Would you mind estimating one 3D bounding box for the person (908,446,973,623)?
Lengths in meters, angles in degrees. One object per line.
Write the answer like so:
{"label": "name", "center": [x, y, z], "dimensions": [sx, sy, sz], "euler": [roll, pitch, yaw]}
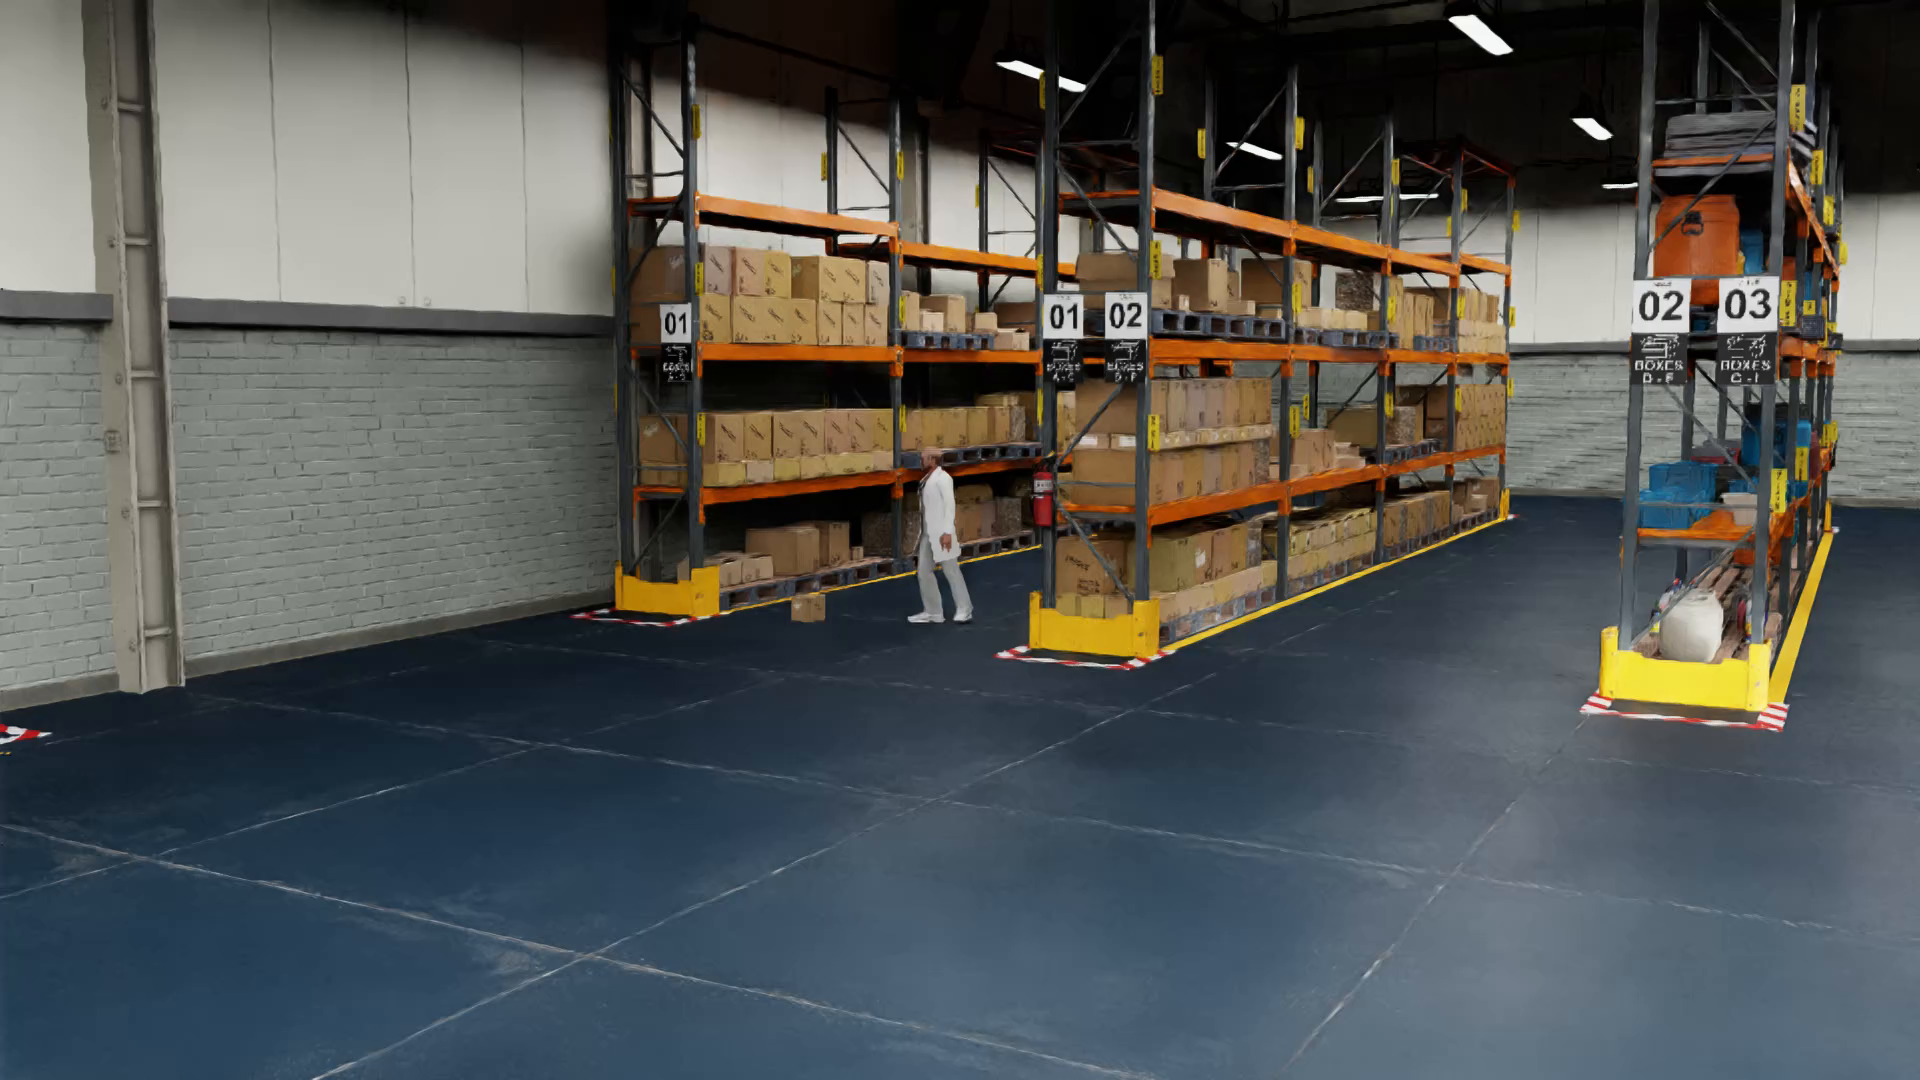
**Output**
{"label": "person", "center": [-0.181, 0.012, 16.607], "dimensions": [0.639, 1.637, 0.607], "euler": [-3, 7, -27]}
